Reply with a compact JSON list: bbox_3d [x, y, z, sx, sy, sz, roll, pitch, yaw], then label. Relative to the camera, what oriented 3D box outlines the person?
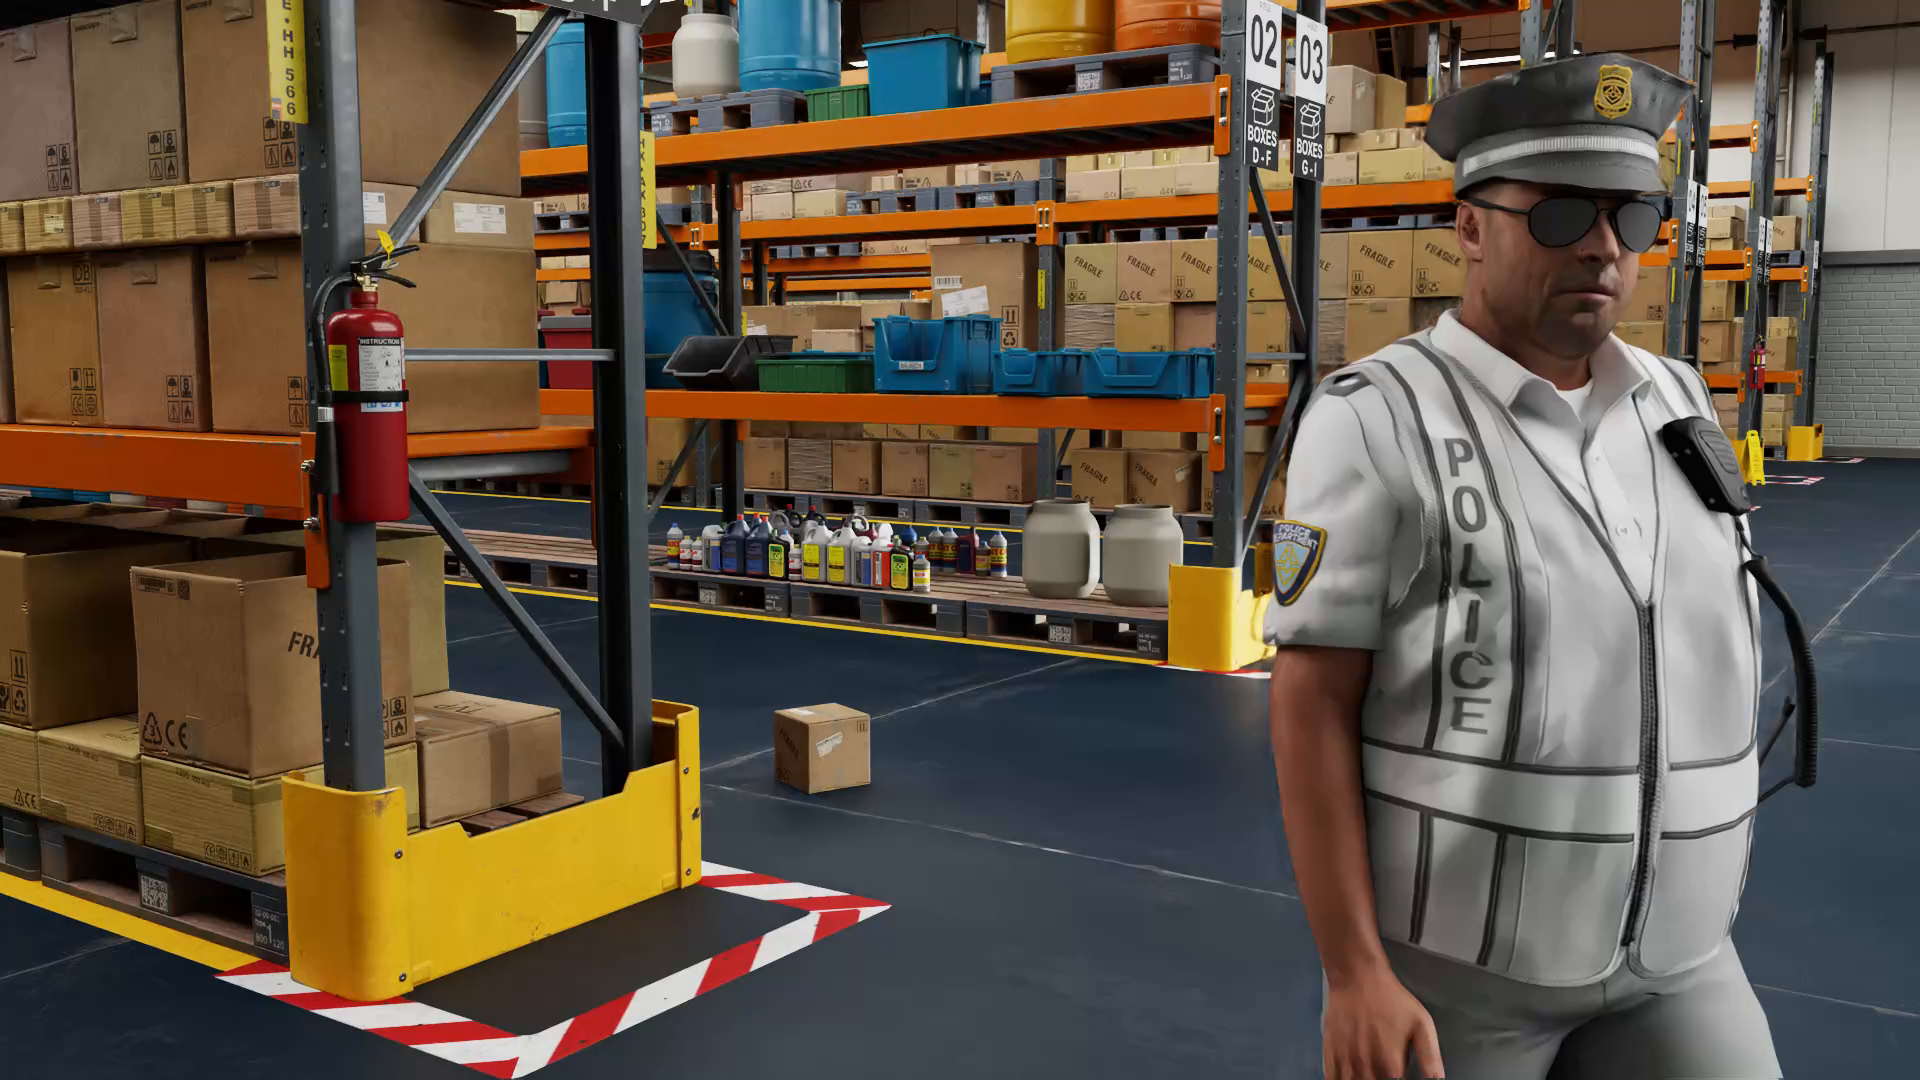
[{"bbox_3d":[0.597,0.452,1.730,0.580,1.839,0.468,-1,6,-13],"label":"person"}]
